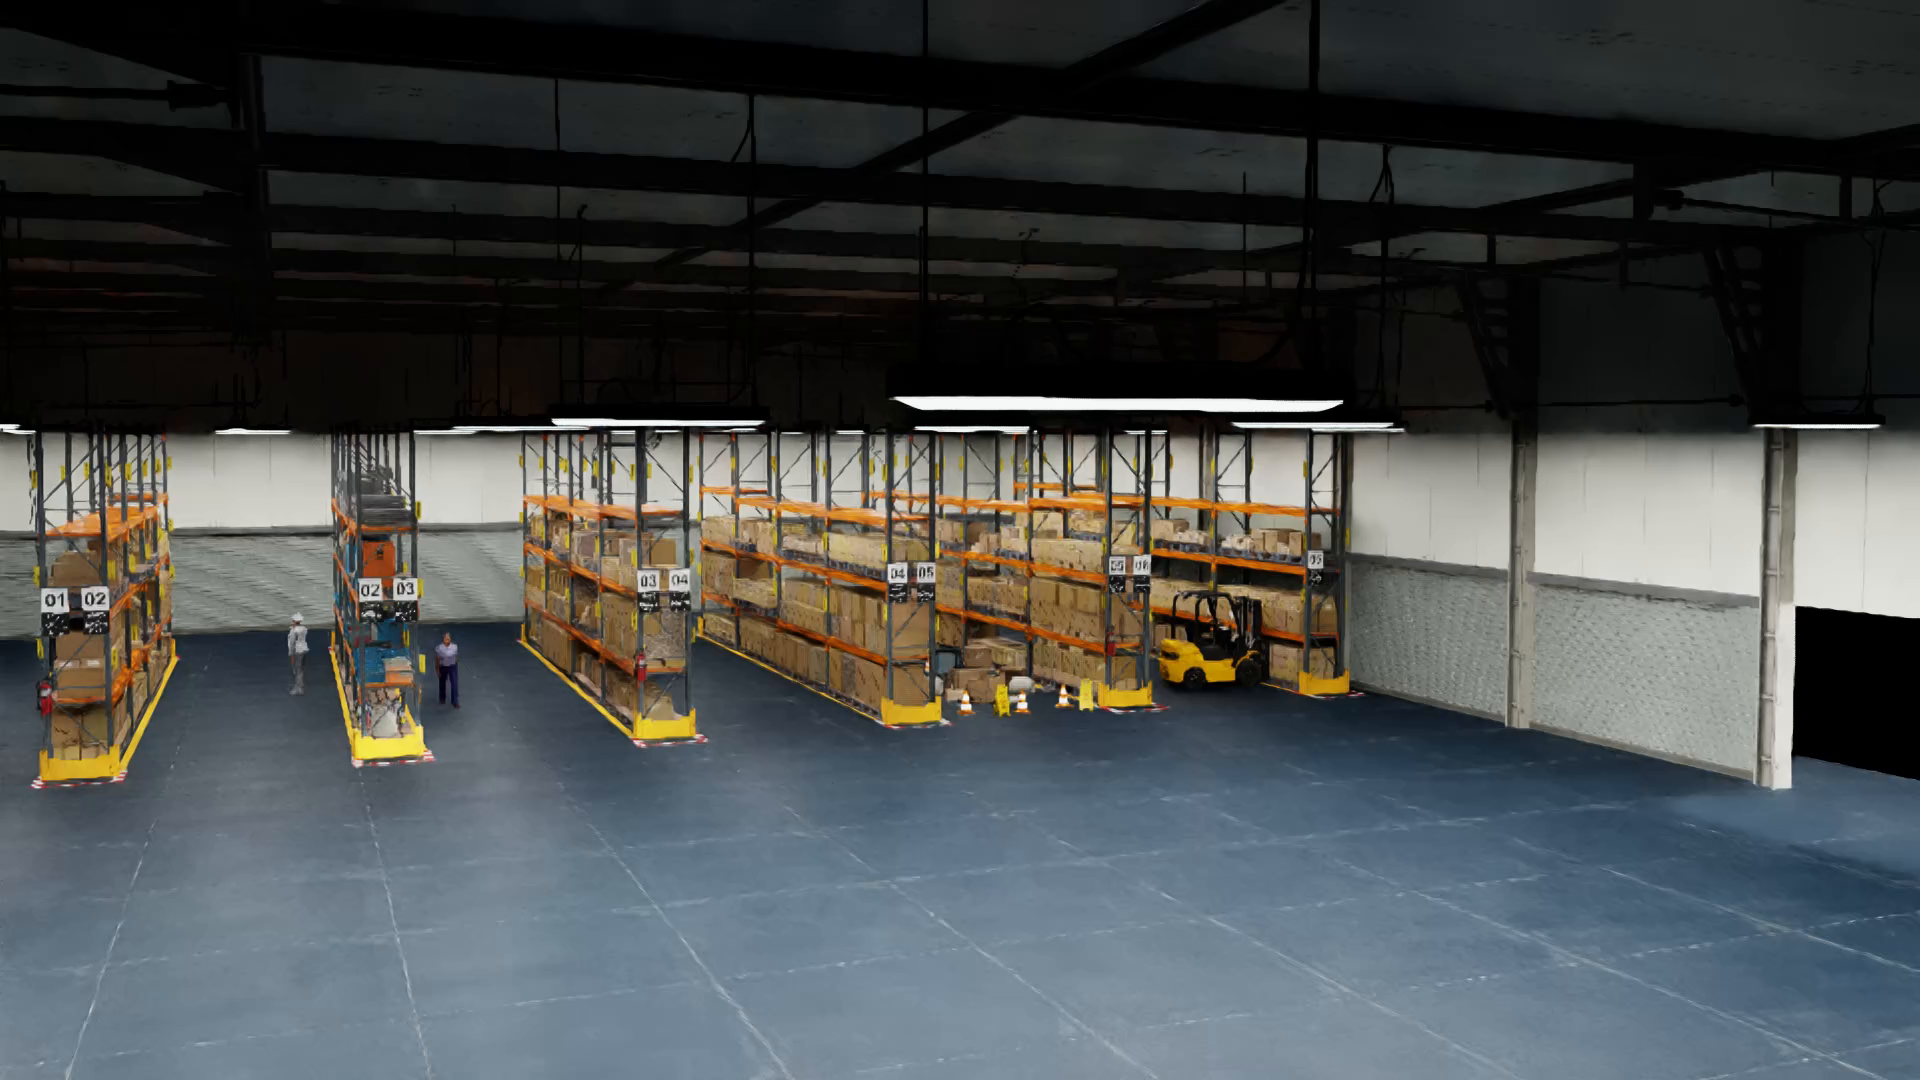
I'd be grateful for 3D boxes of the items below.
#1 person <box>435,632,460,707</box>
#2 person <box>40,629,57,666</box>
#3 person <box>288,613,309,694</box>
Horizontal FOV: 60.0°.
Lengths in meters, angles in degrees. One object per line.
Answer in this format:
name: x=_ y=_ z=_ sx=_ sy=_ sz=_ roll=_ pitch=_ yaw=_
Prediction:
person: x=-10.852 y=2.728 z=35.163 sx=0.479 sy=1.567 sz=1.090 roll=-1 pitch=4 yaw=-20
person: x=-22.535 y=2.273 z=41.323 sx=0.588 sy=1.700 sz=1.193 roll=-2 pitch=4 yaw=-24
person: x=-14.767 y=2.514 z=36.974 sx=0.494 sy=1.775 sz=0.577 roll=1 pitch=4 yaw=8
